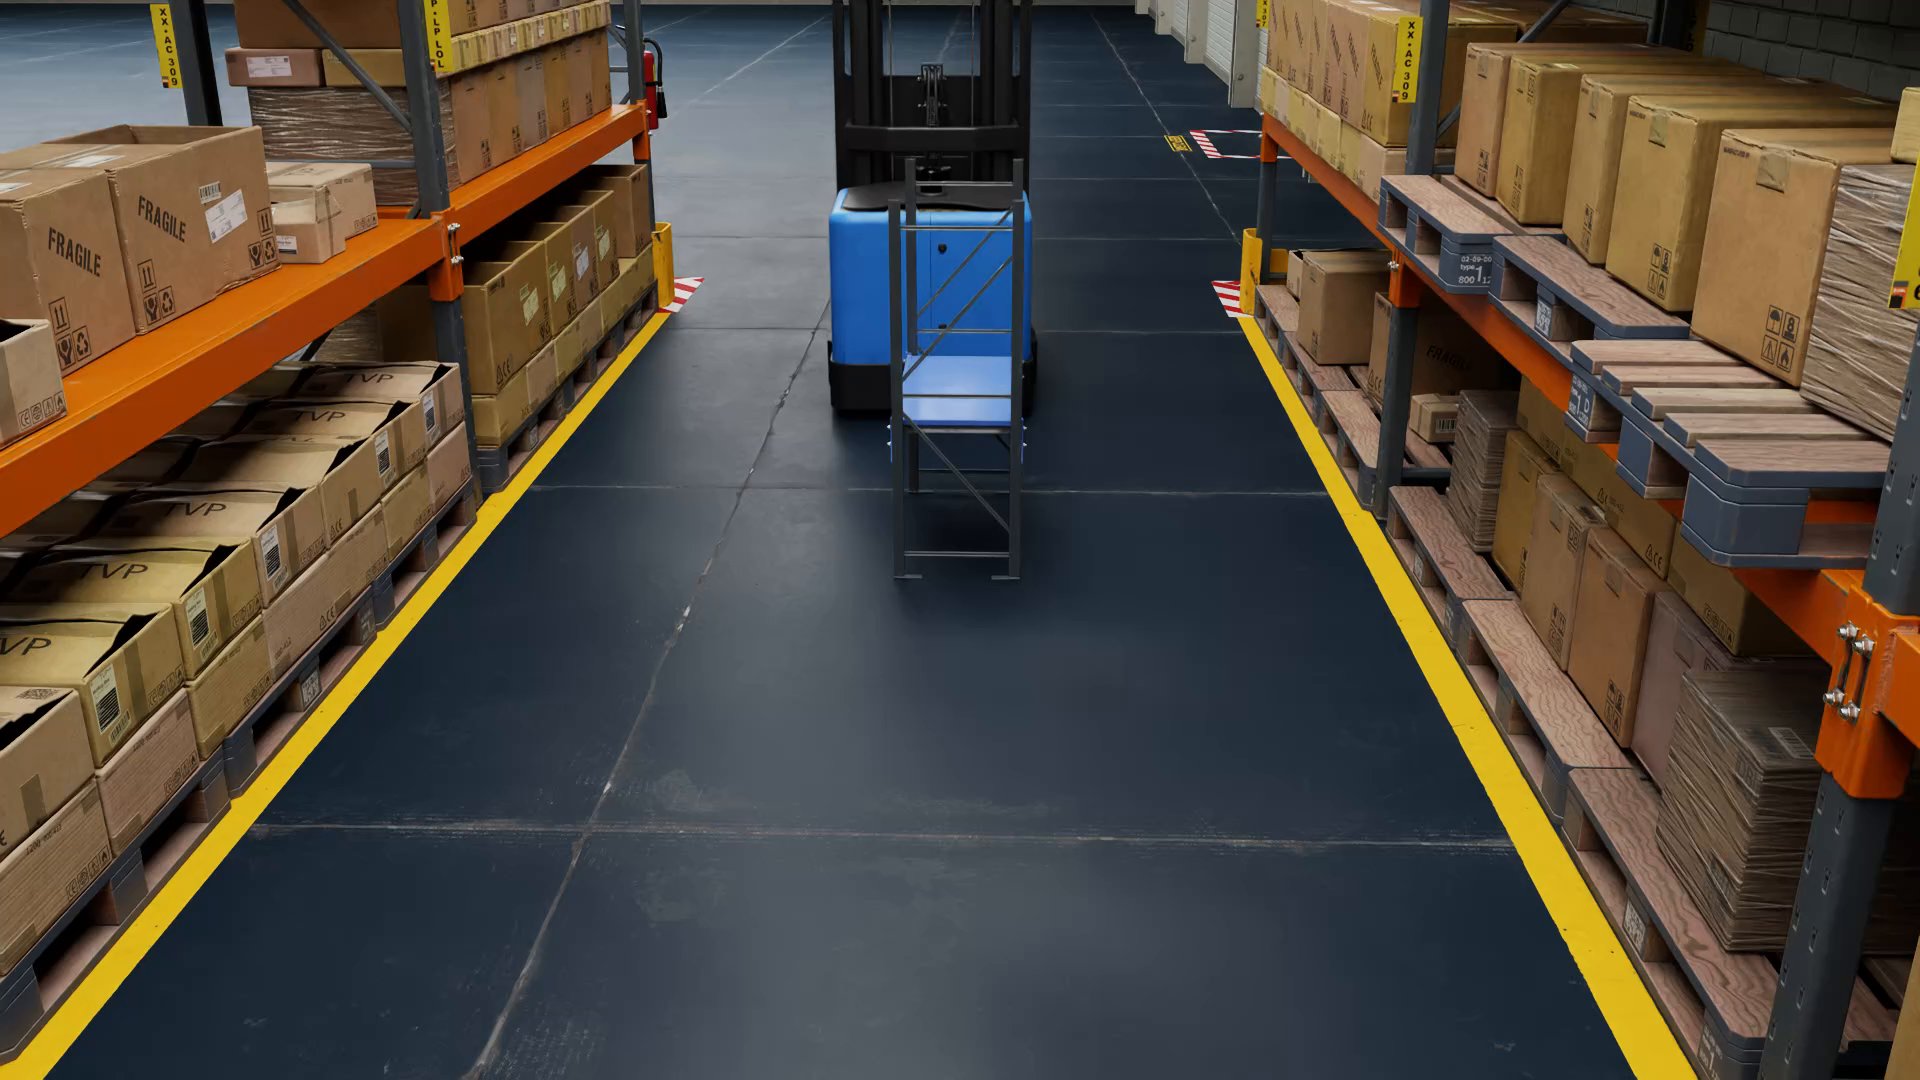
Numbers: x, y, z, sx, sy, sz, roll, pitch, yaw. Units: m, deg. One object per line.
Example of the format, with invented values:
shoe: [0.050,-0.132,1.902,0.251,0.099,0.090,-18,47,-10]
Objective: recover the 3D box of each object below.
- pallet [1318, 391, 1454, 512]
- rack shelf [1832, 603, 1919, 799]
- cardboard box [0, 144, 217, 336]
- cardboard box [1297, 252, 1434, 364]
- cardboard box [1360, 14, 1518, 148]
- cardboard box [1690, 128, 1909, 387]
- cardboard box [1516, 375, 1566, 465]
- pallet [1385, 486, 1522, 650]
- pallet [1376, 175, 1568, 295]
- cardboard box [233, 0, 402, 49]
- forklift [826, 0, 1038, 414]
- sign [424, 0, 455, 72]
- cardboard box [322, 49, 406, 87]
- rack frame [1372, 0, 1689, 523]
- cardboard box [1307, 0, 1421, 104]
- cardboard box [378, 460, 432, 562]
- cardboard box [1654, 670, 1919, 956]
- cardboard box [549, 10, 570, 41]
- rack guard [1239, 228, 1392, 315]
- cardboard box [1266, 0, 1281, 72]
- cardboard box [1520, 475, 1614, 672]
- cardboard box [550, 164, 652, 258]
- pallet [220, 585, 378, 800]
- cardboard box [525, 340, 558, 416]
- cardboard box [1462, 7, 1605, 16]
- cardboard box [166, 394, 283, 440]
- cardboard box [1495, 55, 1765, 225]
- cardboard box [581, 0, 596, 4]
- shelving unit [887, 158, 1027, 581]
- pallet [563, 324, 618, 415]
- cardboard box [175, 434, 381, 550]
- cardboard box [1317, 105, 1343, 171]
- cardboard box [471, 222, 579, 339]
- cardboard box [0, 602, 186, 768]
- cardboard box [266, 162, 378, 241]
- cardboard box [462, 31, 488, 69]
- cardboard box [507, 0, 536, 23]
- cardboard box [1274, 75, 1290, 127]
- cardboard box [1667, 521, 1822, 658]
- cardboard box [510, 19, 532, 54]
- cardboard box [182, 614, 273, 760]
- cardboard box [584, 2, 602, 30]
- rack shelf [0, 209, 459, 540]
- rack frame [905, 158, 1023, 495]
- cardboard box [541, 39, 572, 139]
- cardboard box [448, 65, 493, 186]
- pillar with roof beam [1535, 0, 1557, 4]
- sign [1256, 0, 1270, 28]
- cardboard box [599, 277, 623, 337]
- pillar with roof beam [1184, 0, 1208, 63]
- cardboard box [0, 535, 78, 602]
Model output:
pallet: [2.301,-0.435,7.858,1.003,0.211,1.213,1,21,2]
rack shelf: [2.133,1.013,1.265,1.077,0.370,4.000,1,21,2]
cardboard box: [-2.707,-0.942,5.172,0.500,0.500,0.500,1,21,2]
cardboard box: [2.237,-1.258,8.971,0.700,0.500,0.500,-1,21,-2]
cardboard box: [2.021,-1.955,7.064,0.500,0.500,0.500,1,21,1]
cardboard box: [2.188,-0.669,3.861,0.700,0.500,0.500,-1,21,-3]
cardboard box: [2.300,-0.455,5.866,0.500,0.250,0.500,0,21,0]
pallet: [2.294,0.090,6.505,1.003,0.211,1.213,1,21,2]
pallet: [2.147,-1.127,6.053,1.003,0.211,1.213,1,21,2]
cardboard box: [-2.628,-2.357,7.024,0.700,0.500,0.500,1,21,2]
forklift: [-0.153,-2.488,9.390,1.130,2.935,3.031,0,21,0]
sign: [-2.093,-2.045,6.662,0.100,0.325,0.005,1,21,2]
cardboard box: [-2.434,-1.989,6.973,0.380,0.149,0.250,1,21,2]
rack frame: [2.316,-1.492,6.726,1.000,3.000,0.127,1,21,2]
cardboard box: [2.072,-2.505,8.482,0.500,0.500,0.500,1,21,3]
cardboard box: [-2.376,-0.123,6.419,0.500,0.250,0.500,0,21,1]
cardboard box: [2.164,0.654,4.044,0.700,0.500,0.500,1,21,2]
cardboard box: [-2.367,-2.827,9.133,0.380,0.149,0.250,1,21,3]
rack guard: [2.435,-1.745,10.835,1.175,0.500,0.348,1,21,2]
cardboard box: [2.123,-3.058,9.905,0.500,0.500,0.500,1,21,2]
cardboard box: [2.289,0.106,5.455,0.700,0.500,0.500,1,21,2]
cardboard box: [-2.233,-2.057,10.368,0.500,0.500,0.500,1,21,2]
pallet: [-2.653,0.464,5.540,1.003,0.211,1.213,1,21,2]
cardboard box: [-2.298,-0.804,8.174,0.500,0.250,0.500,1,21,2]
cardboard box: [2.558,-2.135,7.528,0.500,0.500,0.500,1,21,1]
cardboard box: [-2.918,-0.392,6.339,0.500,0.311,0.500,0,21,1]
cardboard box: [2.242,-1.358,5.635,0.700,0.500,0.500,3,21,7]
cardboard box: [-2.543,-3.455,9.854,0.700,0.500,0.500,1,21,2]
shelving unit: [0.003,-0.730,6.837,0.538,1.500,1.048,1,21,2]
pallet: [-2.535,-0.974,9.247,1.003,0.211,1.213,1,21,2]
cardboard box: [-2.388,-0.202,5.848,0.500,0.311,0.500,1,21,1]
cardboard box: [2.051,-1.968,8.133,0.500,0.250,0.500,1,21,1]
cardboard box: [-2.278,-1.334,8.504,0.500,0.500,0.500,1,21,2]
cardboard box: [-2.440,0.350,4.425,0.500,0.311,0.500,0,21,0]
cardboard box: [-2.607,-1.296,6.430,0.500,0.250,0.500,2,21,5]
cardboard box: [-2.414,-2.268,7.692,0.380,0.149,0.250,0,21,1]
cardboard box: [-2.583,-2.901,8.427,0.700,0.500,0.500,1,21,2]
cardboard box: [2.104,-2.516,9.547,0.500,0.250,0.500,0,21,0]
cardboard box: [2.244,0.099,4.438,0.500,0.250,0.500,1,21,3]
cardboard box: [-2.390,-2.549,8.416,0.380,0.149,0.250,0,21,1]
cardboard box: [-2.424,0.432,4.990,0.500,0.250,0.500,0,21,0]
cardboard box: [-2.342,-3.105,9.850,0.380,0.149,0.250,1,21,3]
rack shelf: [-2.696,-0.486,5.130,1.077,0.370,4.000,1,21,2]
rack frame: [0.018,-0.914,7.311,0.500,1.500,0.032,1,21,2]
cardboard box: [-2.573,-2.500,9.186,0.700,0.500,0.500,1,21,2]
cardboard box: [-2.619,-1.943,7.751,0.700,0.500,0.500,0,21,1]
pillar with roof beam: [-1.022,-5.519,8.814,9.100,9.000,0.400,1,21,2]
sign: [1.895,-3.347,10.312,0.100,0.325,0.005,1,21,2]
cardboard box: [-2.252,-1.346,9.572,0.500,0.250,0.500,1,21,2]
pillar with roof beam: [-0.475,-12.028,25.587,9.100,9.000,0.400,1,21,2]
cardboard box: [-2.960,0.164,4.906,0.500,0.311,0.500,0,21,1]
